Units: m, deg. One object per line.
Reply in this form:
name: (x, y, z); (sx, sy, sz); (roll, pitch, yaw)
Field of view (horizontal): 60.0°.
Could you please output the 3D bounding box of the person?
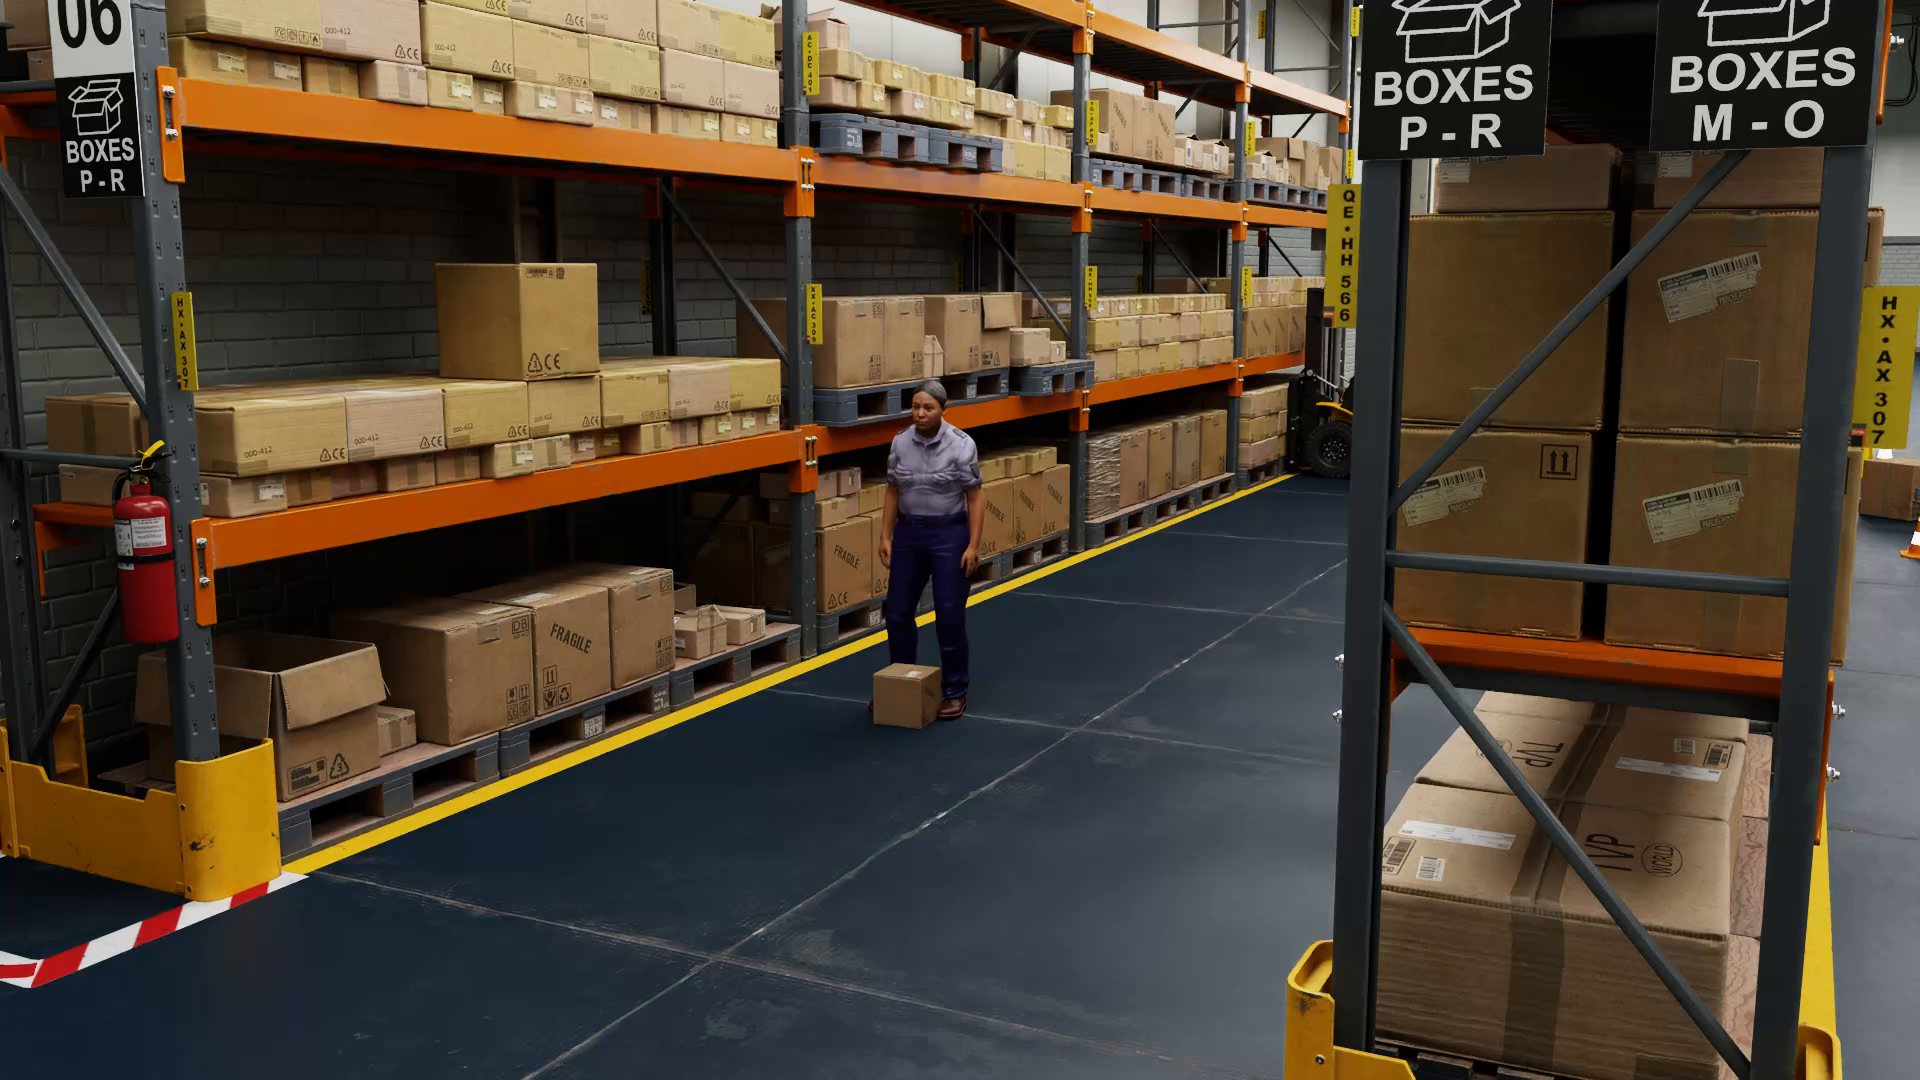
person: (-0.158, 0.035, 8.178); (0.563, 1.653, 0.327); (4, 10, 23)
